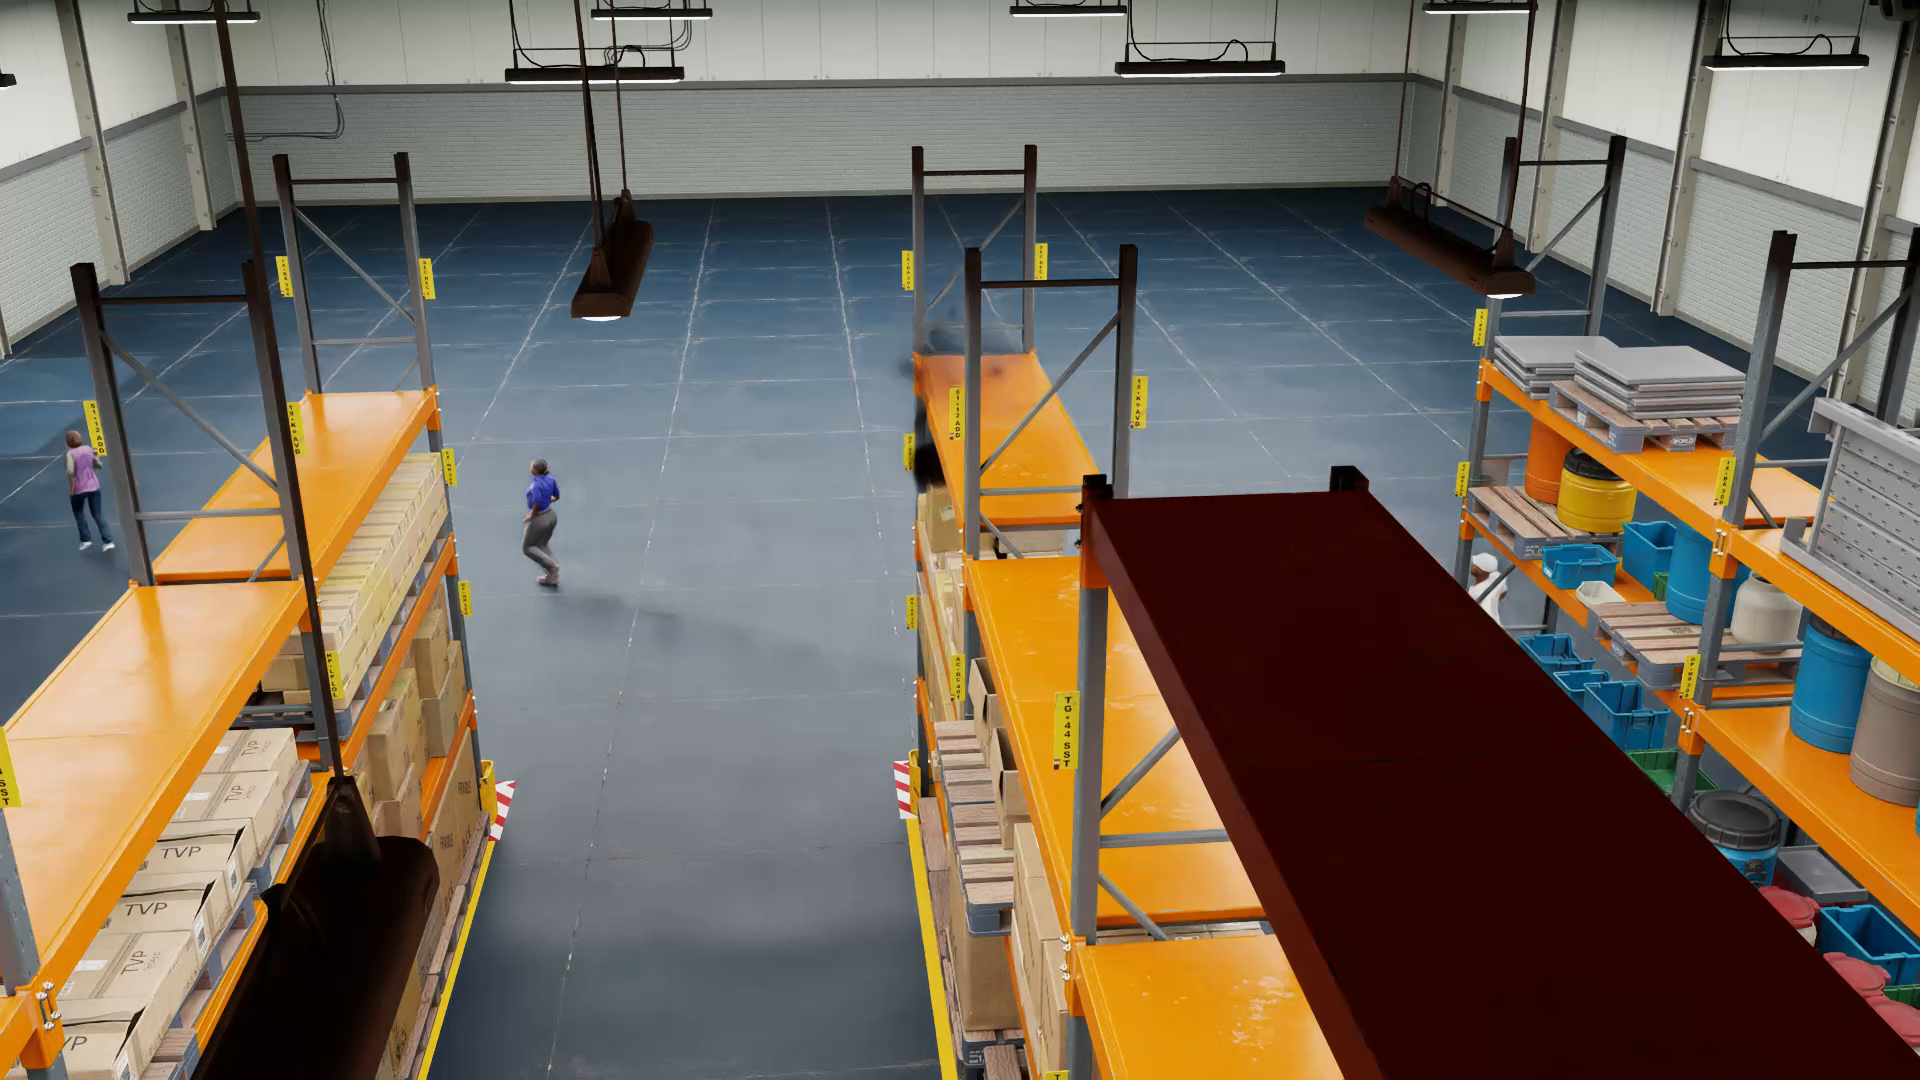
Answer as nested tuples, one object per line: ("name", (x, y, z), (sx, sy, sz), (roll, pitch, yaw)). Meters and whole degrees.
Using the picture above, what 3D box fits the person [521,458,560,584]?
("person", (-5.062, -0.226, 20.039), (0.572, 1.596, 0.571), (9, 23, 22))

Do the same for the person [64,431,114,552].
("person", (-10.996, -0.588, 20.966), (0.731, 1.637, 0.524), (18, 28, 38))

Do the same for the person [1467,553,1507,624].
("person", (5.385, 0.936, 16.987), (0.570, 1.718, 0.708), (12, 25, 27))
